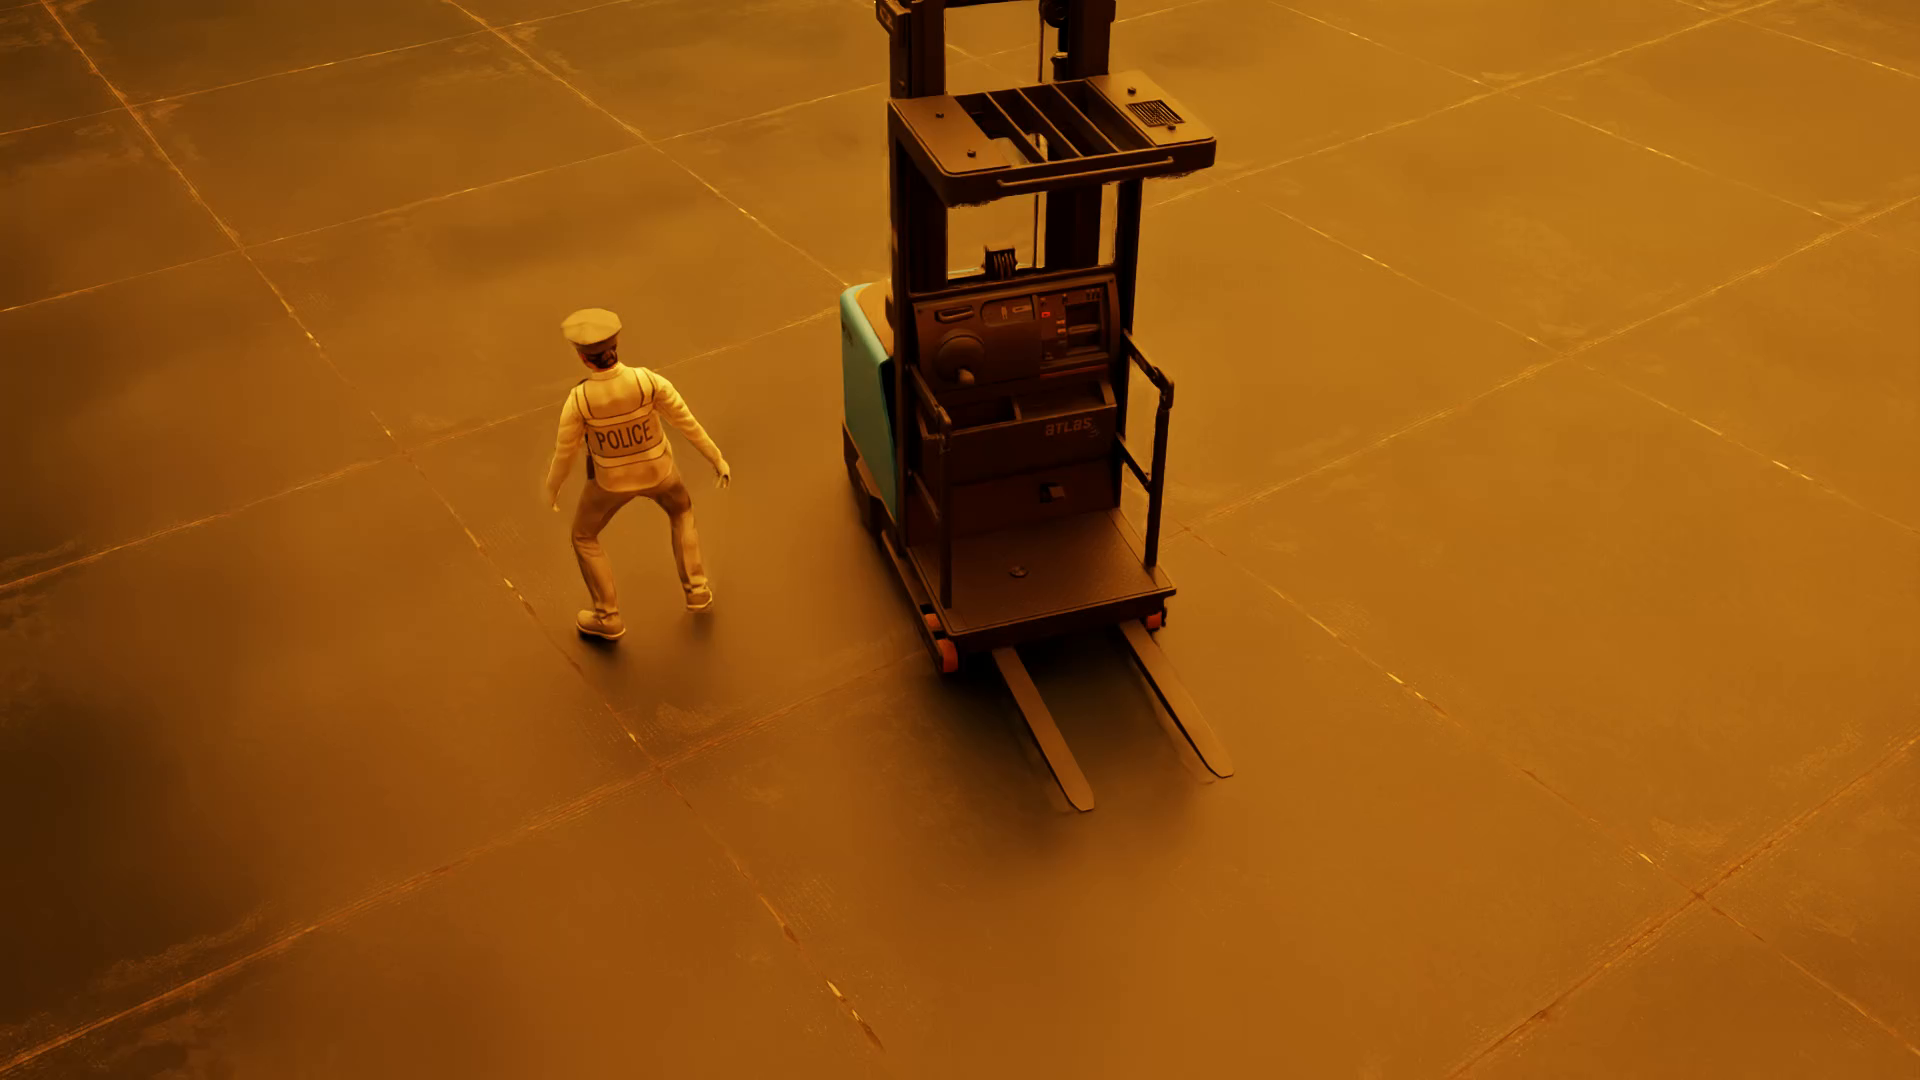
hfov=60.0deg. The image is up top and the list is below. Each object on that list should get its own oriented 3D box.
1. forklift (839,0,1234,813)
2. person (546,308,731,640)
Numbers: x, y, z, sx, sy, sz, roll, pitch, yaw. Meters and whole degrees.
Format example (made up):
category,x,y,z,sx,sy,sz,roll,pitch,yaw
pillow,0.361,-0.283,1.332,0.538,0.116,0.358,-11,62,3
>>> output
category,x,y,z,sx,sy,sz,roll,pitch,yaw
forklift,0.323,-0.840,7.081,1.130,2.935,3.031,-11,38,-15
person,-1.444,-0.296,7.439,0.817,1.573,0.460,-10,38,-13
